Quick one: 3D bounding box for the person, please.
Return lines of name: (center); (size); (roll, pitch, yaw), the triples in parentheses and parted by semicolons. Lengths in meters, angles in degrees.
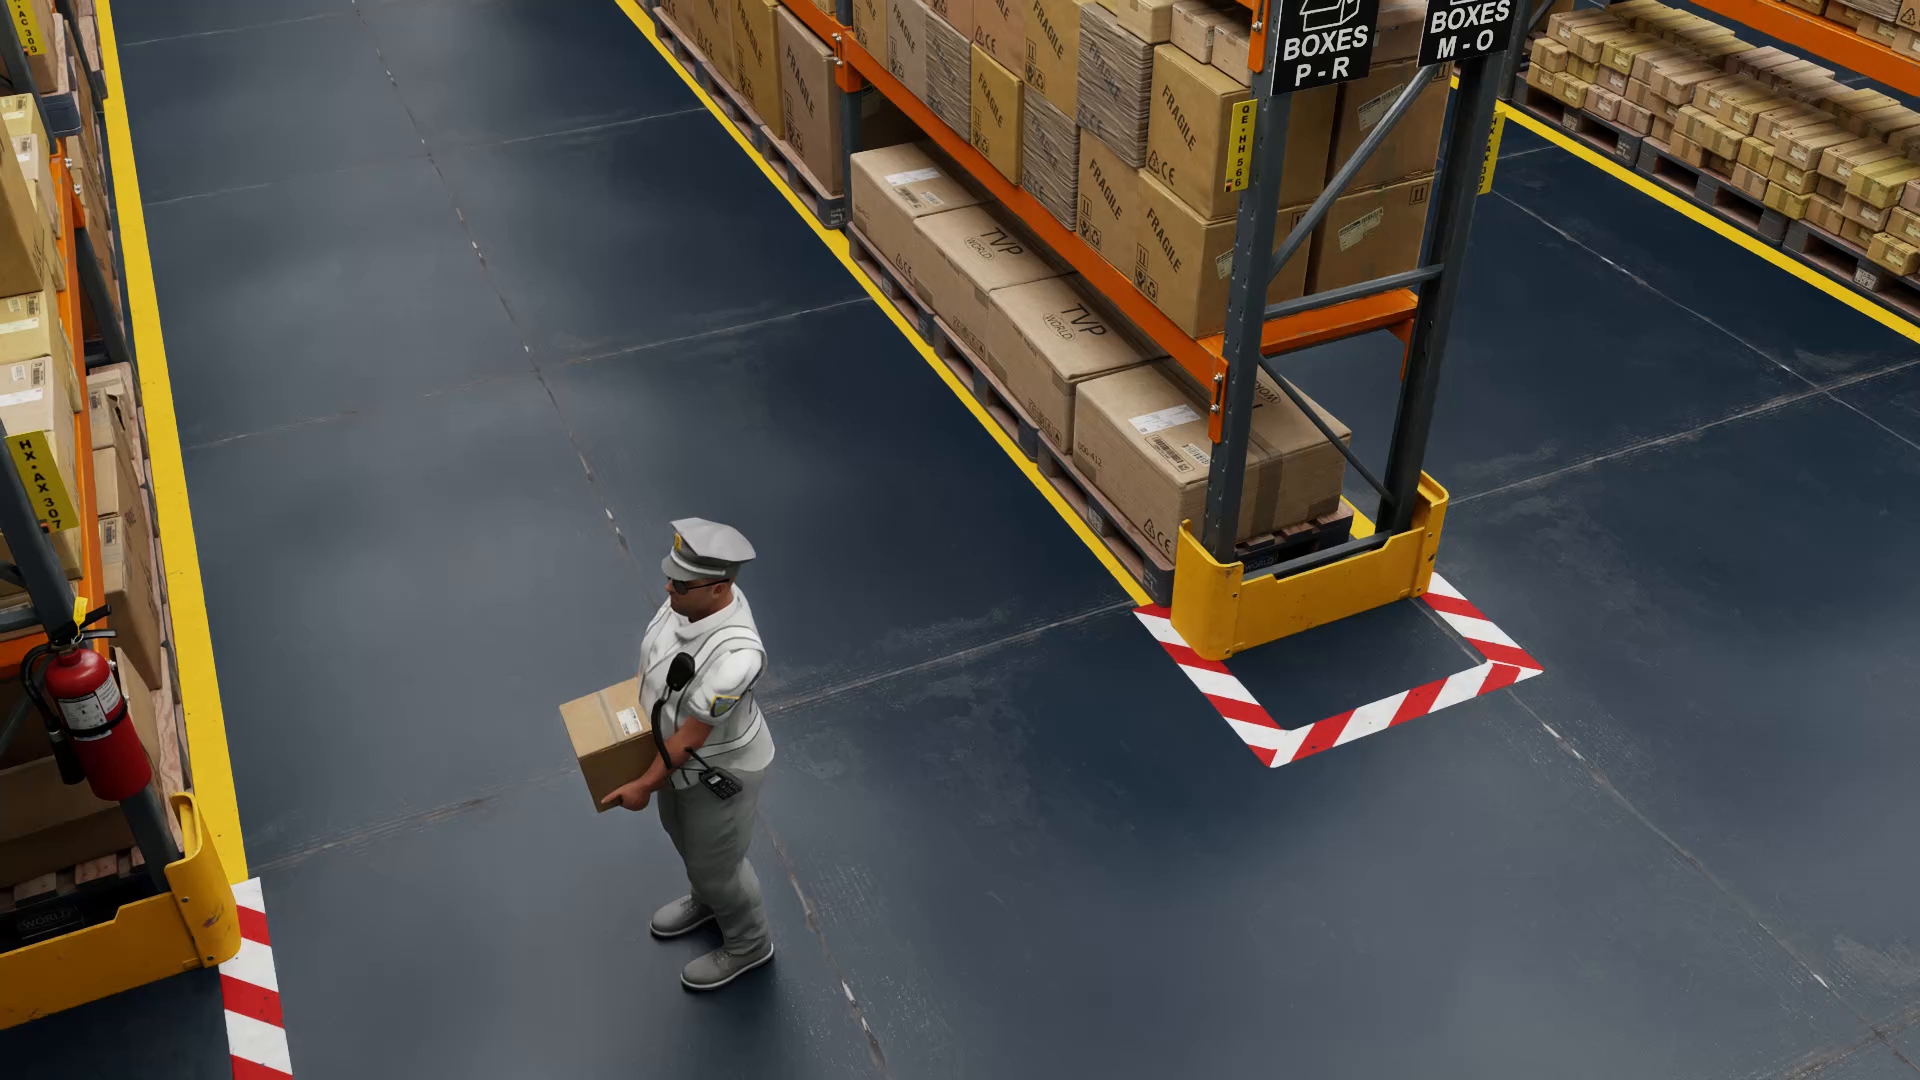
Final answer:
person: (-0.869, 0.693, 5.214); (0.567, 1.766, 0.494); (-15, 40, -19)
